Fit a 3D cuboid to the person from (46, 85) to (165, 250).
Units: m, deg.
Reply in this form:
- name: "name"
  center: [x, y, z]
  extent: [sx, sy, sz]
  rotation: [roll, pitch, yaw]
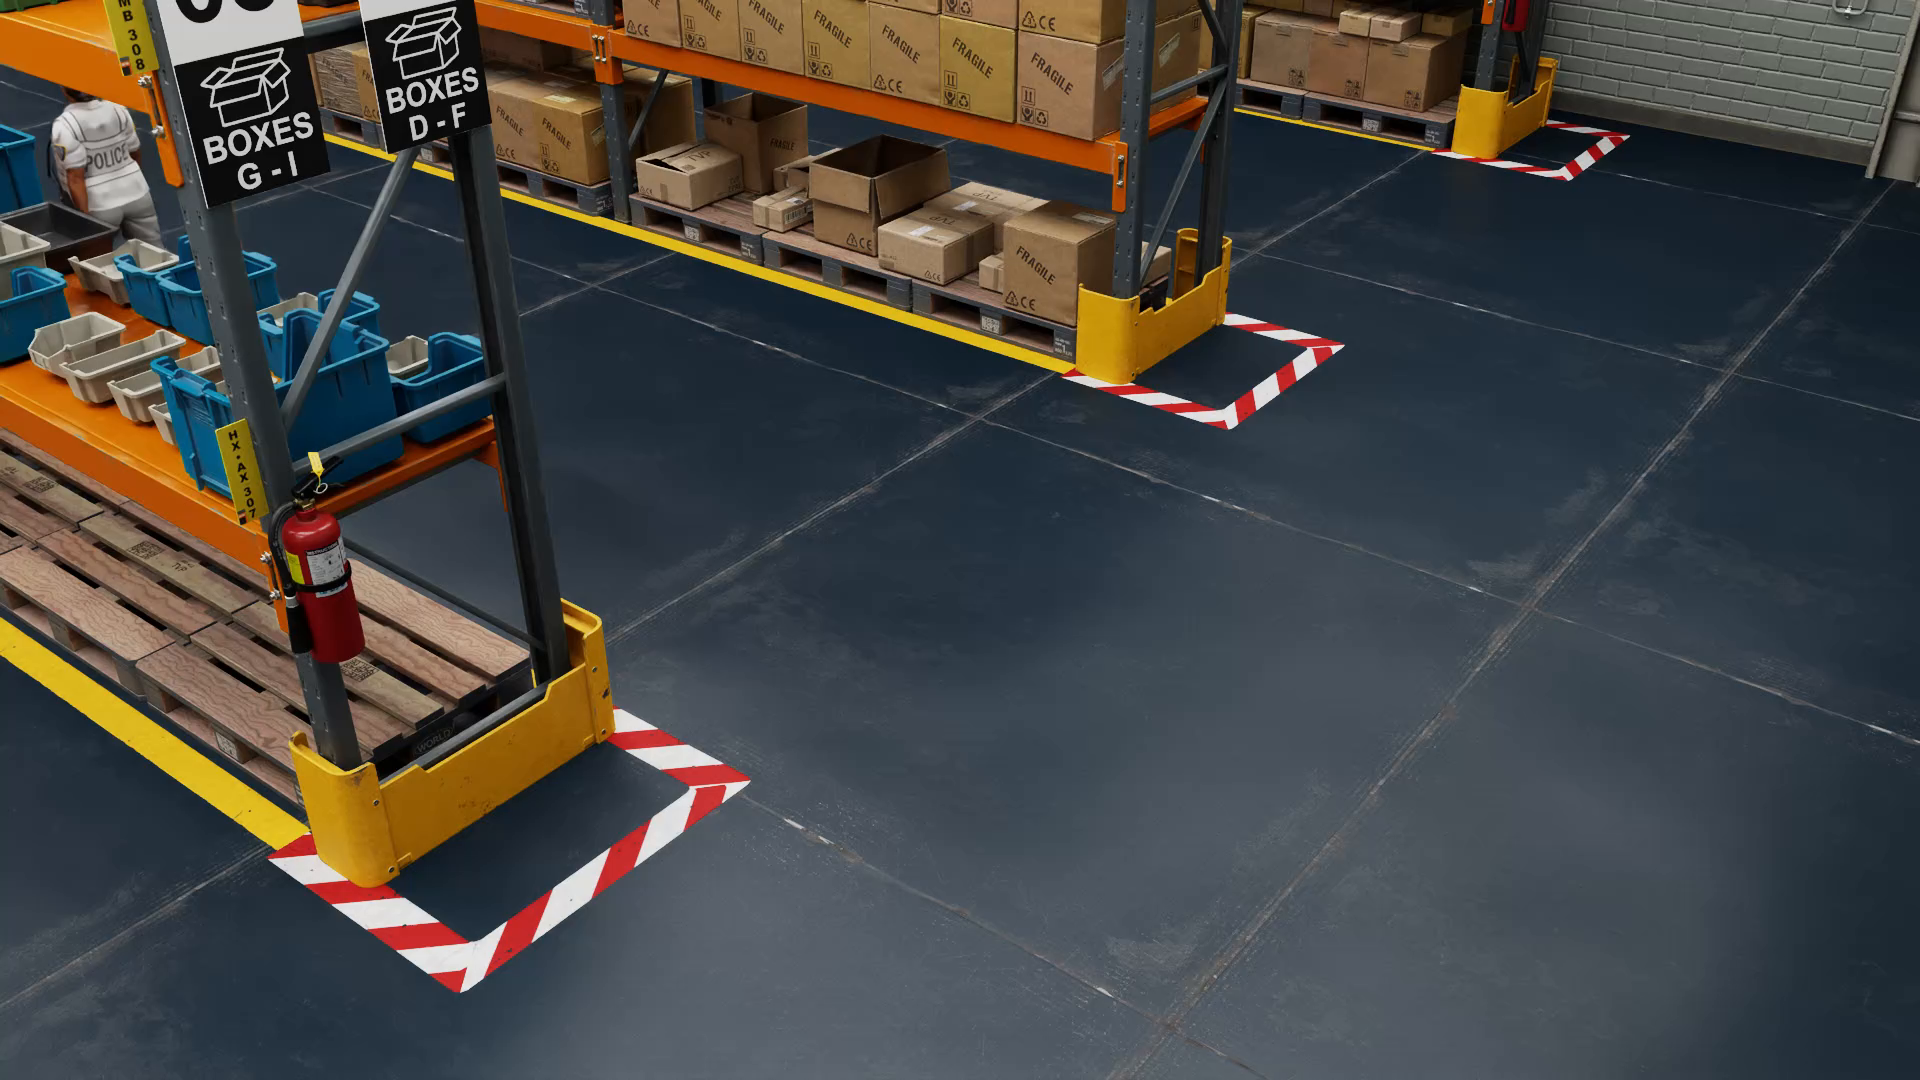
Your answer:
- name: "person"
  center: [-4.781, -1.900, 9.273]
  extent: [0.962, 1.606, 0.509]
  rotation: [20, 37, 30]
